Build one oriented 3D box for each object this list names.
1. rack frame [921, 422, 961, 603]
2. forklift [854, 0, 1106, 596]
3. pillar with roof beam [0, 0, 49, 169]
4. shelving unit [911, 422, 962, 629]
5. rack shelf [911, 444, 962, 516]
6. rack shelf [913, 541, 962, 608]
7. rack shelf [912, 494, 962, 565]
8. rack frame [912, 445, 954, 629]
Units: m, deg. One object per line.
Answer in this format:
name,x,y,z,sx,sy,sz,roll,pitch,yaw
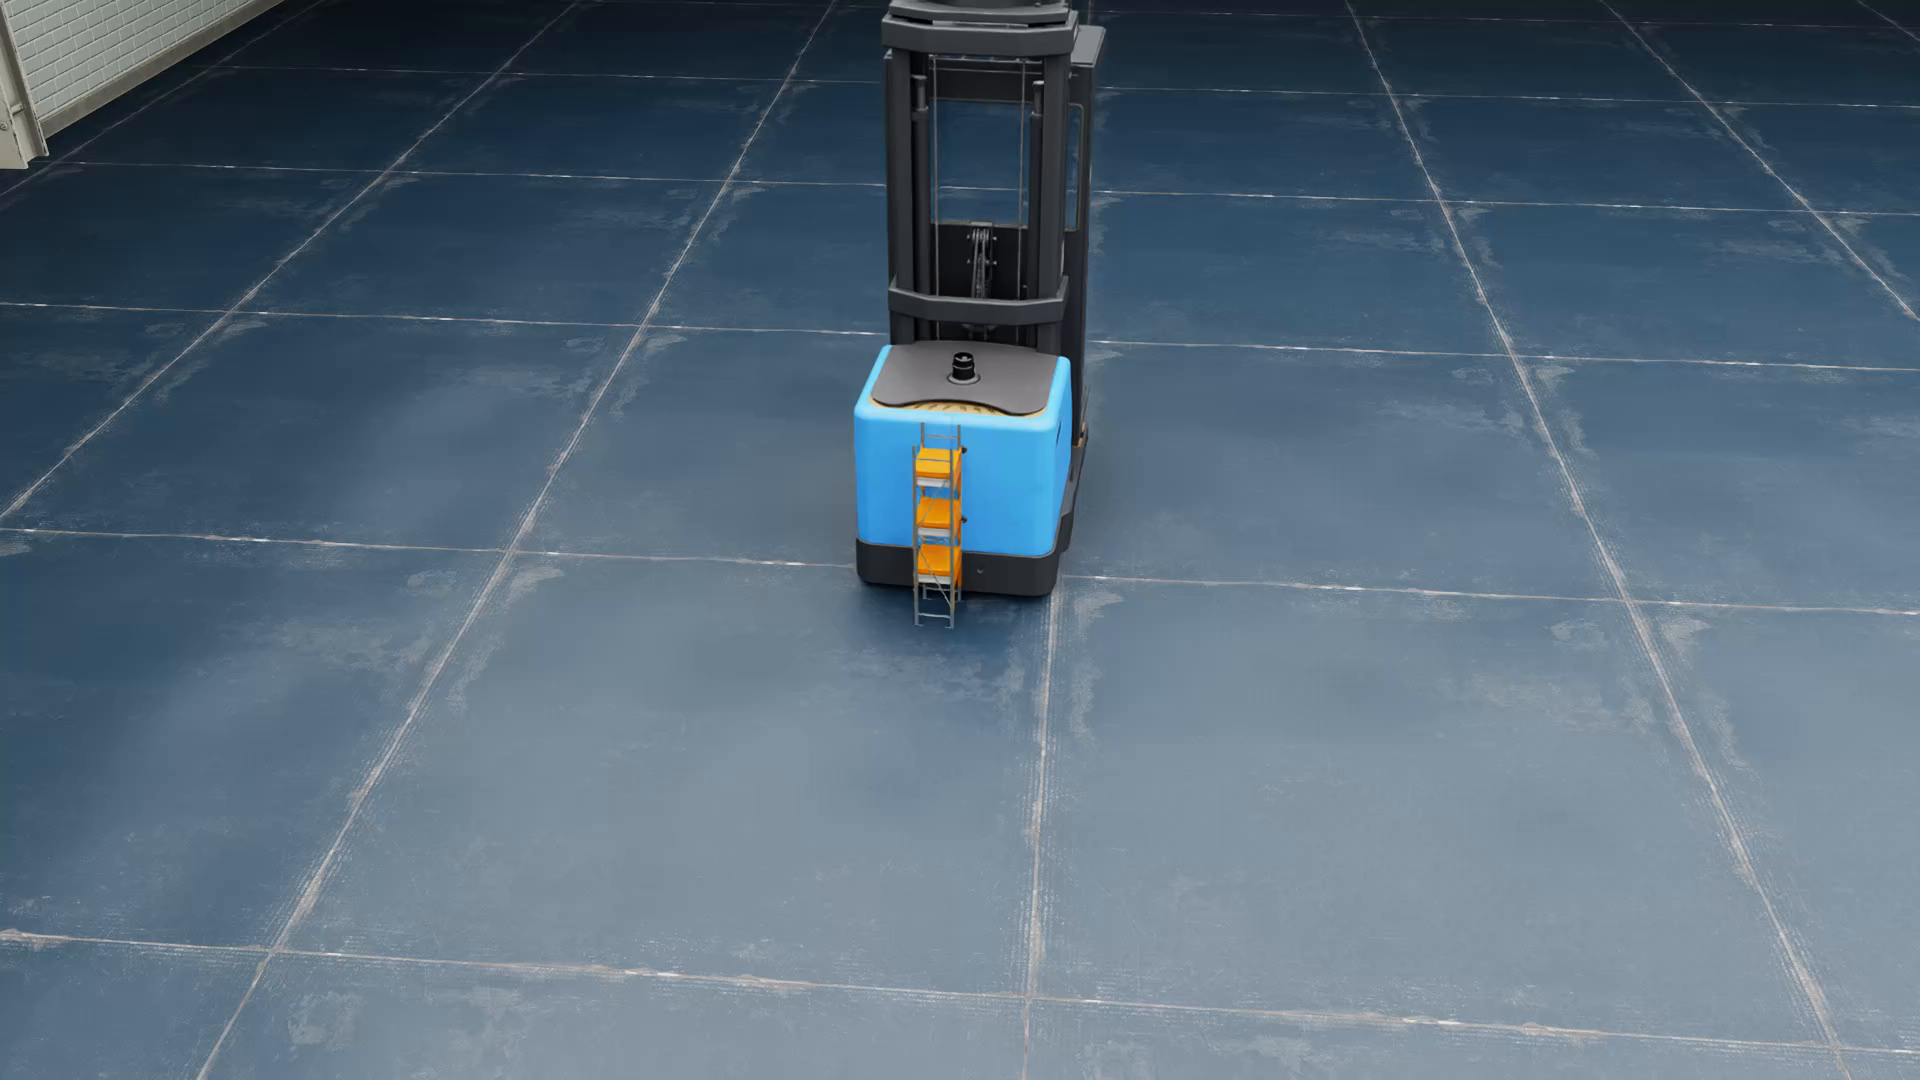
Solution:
rack frame,-0.095,-0.127,8.455,0.200,1.050,0.008,5,32,7
forklift,0.188,-1.713,9.236,1.130,2.935,3.031,5,32,7
pillar with roof beam,-3.998,-6.991,12.017,9.100,9.000,0.400,2,32,4
shelving unit,-0.113,-0.063,8.352,0.215,1.050,0.252,5,32,7
rack shelf,-0.113,-0.296,8.209,0.215,0.259,0.240,5,32,7
rack shelf,-0.113,0.182,8.504,0.215,0.259,0.240,5,32,7
rack shelf,-0.113,-0.054,8.358,0.215,0.259,0.240,5,32,7
rack frame,-0.132,0.000,8.250,0.200,1.050,0.008,5,32,7
